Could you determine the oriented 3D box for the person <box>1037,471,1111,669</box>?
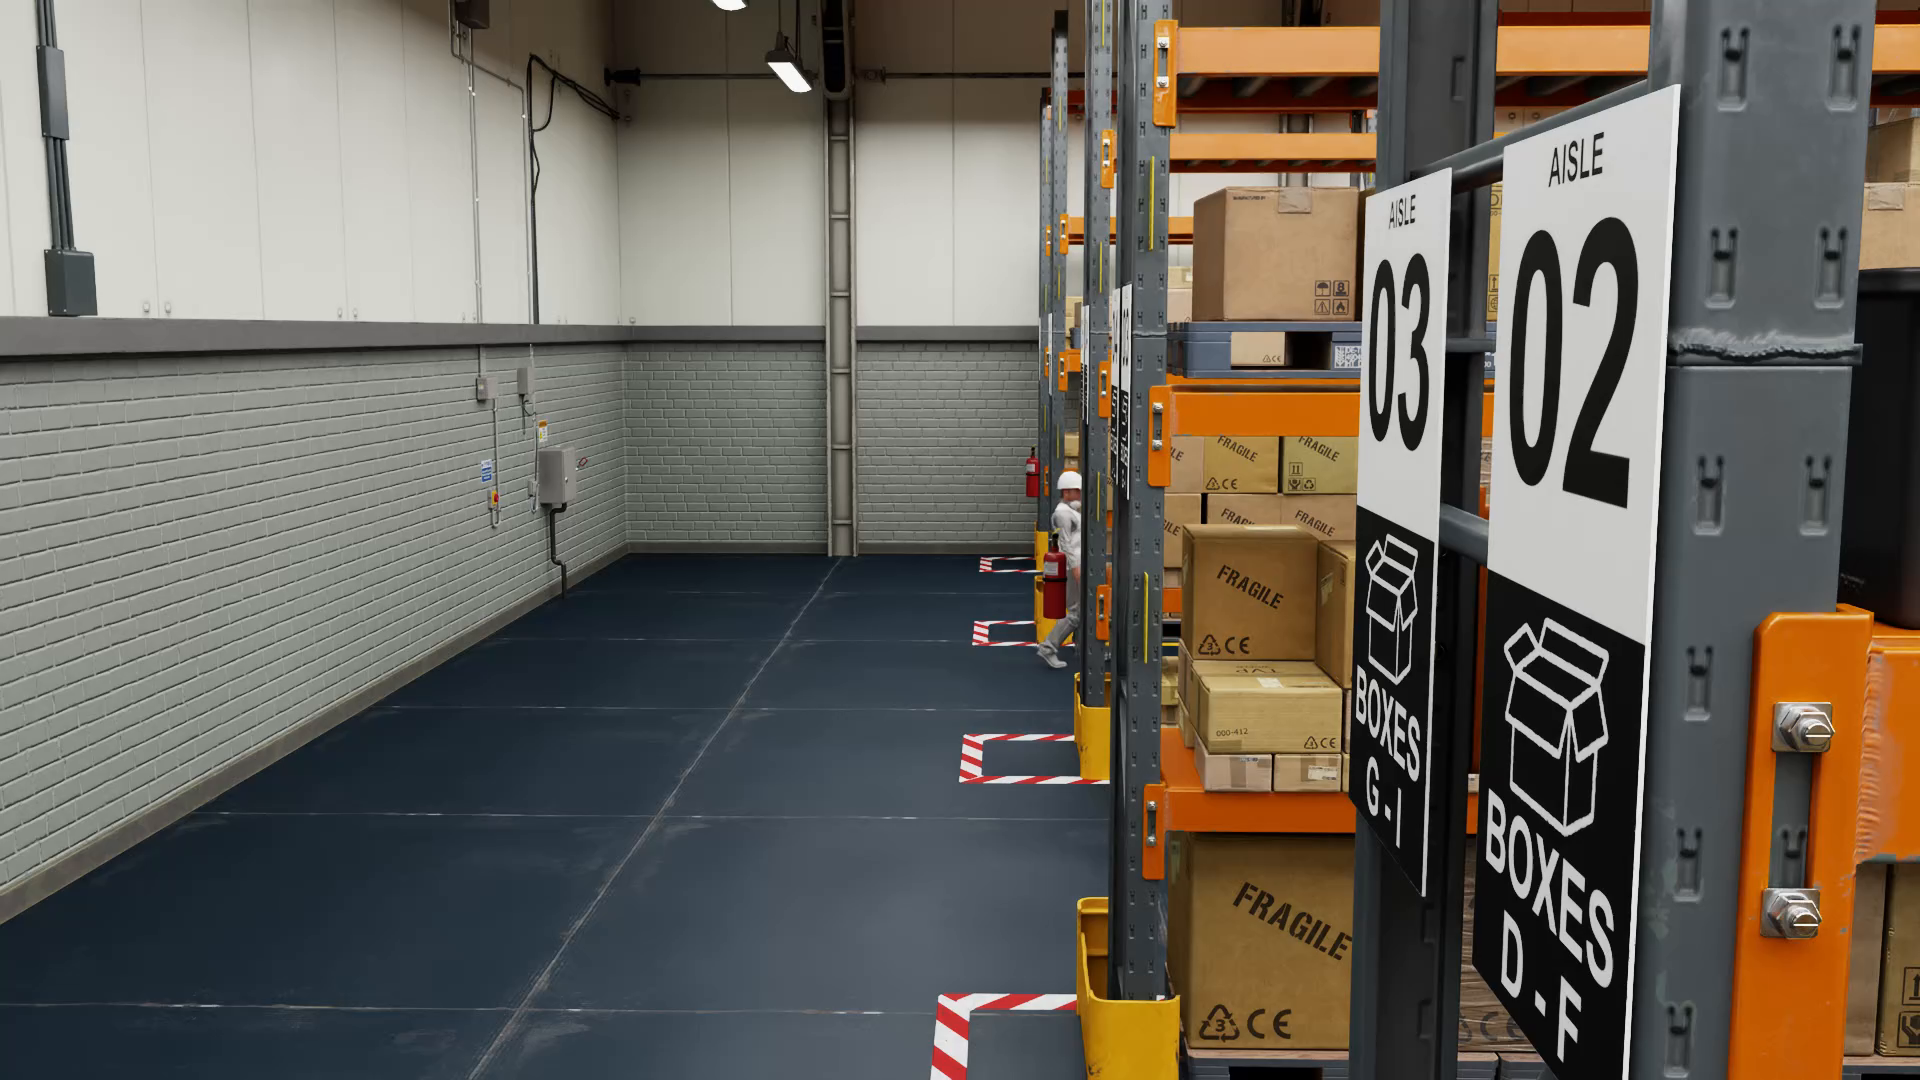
[{"bbox_3d":[1.044,0.258,15.105,0.667,1.767,0.628,1,7,5],"label":"person"}]
